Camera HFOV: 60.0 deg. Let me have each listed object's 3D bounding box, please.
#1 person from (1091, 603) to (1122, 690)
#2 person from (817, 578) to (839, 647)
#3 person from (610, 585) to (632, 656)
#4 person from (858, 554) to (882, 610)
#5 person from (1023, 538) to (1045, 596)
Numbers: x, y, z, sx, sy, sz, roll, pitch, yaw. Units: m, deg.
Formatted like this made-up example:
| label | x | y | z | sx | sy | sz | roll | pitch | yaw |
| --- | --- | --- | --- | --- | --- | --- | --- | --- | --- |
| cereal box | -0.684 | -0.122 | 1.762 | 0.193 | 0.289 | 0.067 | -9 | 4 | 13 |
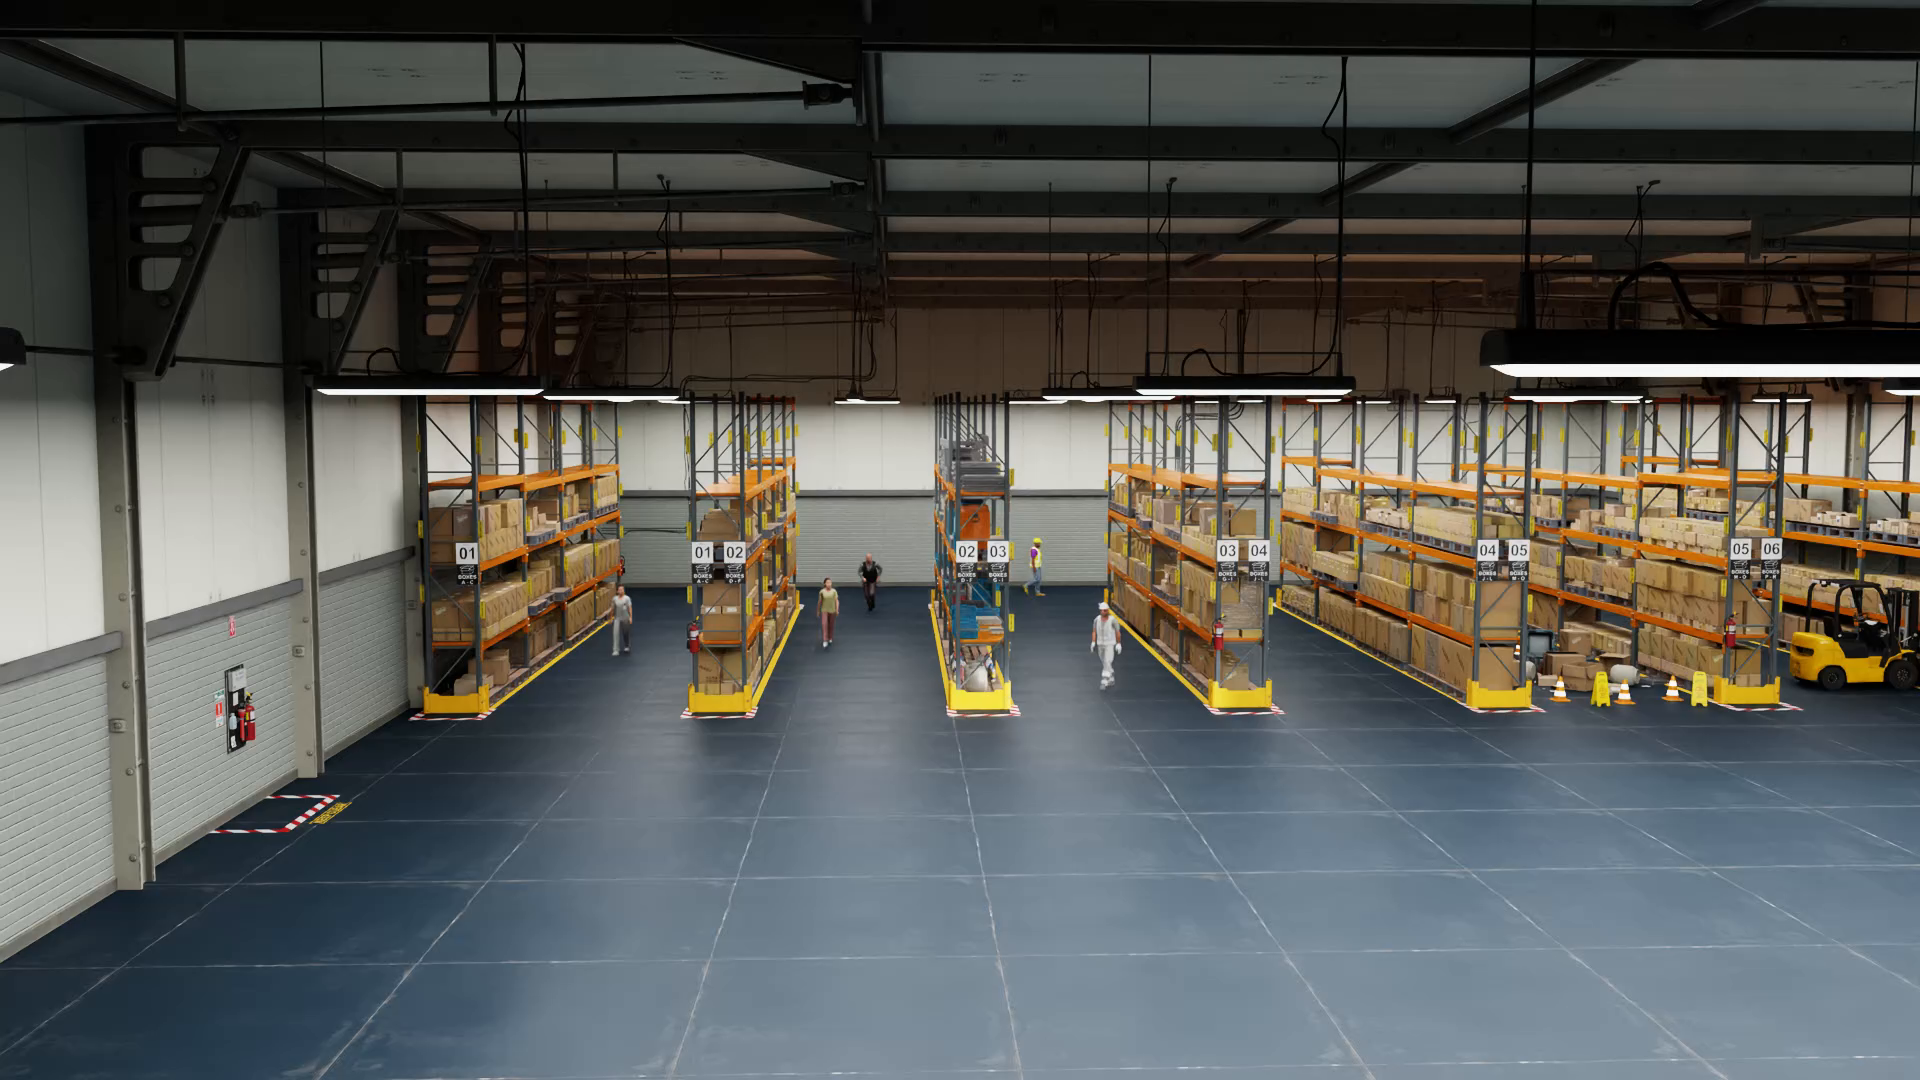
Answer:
| label | x | y | z | sx | sy | sz | roll | pitch | yaw |
| --- | --- | --- | --- | --- | --- | --- | --- | --- | --- |
| person | 2.921 | 2.131 | 33.619 | 0.563 | 1.735 | 0.995 | 3 | 6 | 34 |
| person | -3.143 | 1.709 | 39.720 | 0.503 | 1.600 | 1.044 | -1 | 5 | -12 |
| person | -7.822 | 1.829 | 38.363 | 0.556 | 1.603 | 1.064 | 0 | 5 | 0 |
| person | -2.512 | 1.178 | 46.600 | 0.660 | 1.631 | 0.723 | 1 | 5 | 6 |
| person | 2.252 | 0.817 | 50.131 | 0.619 | 1.763 | 0.627 | 1 | 5 | 18 |
